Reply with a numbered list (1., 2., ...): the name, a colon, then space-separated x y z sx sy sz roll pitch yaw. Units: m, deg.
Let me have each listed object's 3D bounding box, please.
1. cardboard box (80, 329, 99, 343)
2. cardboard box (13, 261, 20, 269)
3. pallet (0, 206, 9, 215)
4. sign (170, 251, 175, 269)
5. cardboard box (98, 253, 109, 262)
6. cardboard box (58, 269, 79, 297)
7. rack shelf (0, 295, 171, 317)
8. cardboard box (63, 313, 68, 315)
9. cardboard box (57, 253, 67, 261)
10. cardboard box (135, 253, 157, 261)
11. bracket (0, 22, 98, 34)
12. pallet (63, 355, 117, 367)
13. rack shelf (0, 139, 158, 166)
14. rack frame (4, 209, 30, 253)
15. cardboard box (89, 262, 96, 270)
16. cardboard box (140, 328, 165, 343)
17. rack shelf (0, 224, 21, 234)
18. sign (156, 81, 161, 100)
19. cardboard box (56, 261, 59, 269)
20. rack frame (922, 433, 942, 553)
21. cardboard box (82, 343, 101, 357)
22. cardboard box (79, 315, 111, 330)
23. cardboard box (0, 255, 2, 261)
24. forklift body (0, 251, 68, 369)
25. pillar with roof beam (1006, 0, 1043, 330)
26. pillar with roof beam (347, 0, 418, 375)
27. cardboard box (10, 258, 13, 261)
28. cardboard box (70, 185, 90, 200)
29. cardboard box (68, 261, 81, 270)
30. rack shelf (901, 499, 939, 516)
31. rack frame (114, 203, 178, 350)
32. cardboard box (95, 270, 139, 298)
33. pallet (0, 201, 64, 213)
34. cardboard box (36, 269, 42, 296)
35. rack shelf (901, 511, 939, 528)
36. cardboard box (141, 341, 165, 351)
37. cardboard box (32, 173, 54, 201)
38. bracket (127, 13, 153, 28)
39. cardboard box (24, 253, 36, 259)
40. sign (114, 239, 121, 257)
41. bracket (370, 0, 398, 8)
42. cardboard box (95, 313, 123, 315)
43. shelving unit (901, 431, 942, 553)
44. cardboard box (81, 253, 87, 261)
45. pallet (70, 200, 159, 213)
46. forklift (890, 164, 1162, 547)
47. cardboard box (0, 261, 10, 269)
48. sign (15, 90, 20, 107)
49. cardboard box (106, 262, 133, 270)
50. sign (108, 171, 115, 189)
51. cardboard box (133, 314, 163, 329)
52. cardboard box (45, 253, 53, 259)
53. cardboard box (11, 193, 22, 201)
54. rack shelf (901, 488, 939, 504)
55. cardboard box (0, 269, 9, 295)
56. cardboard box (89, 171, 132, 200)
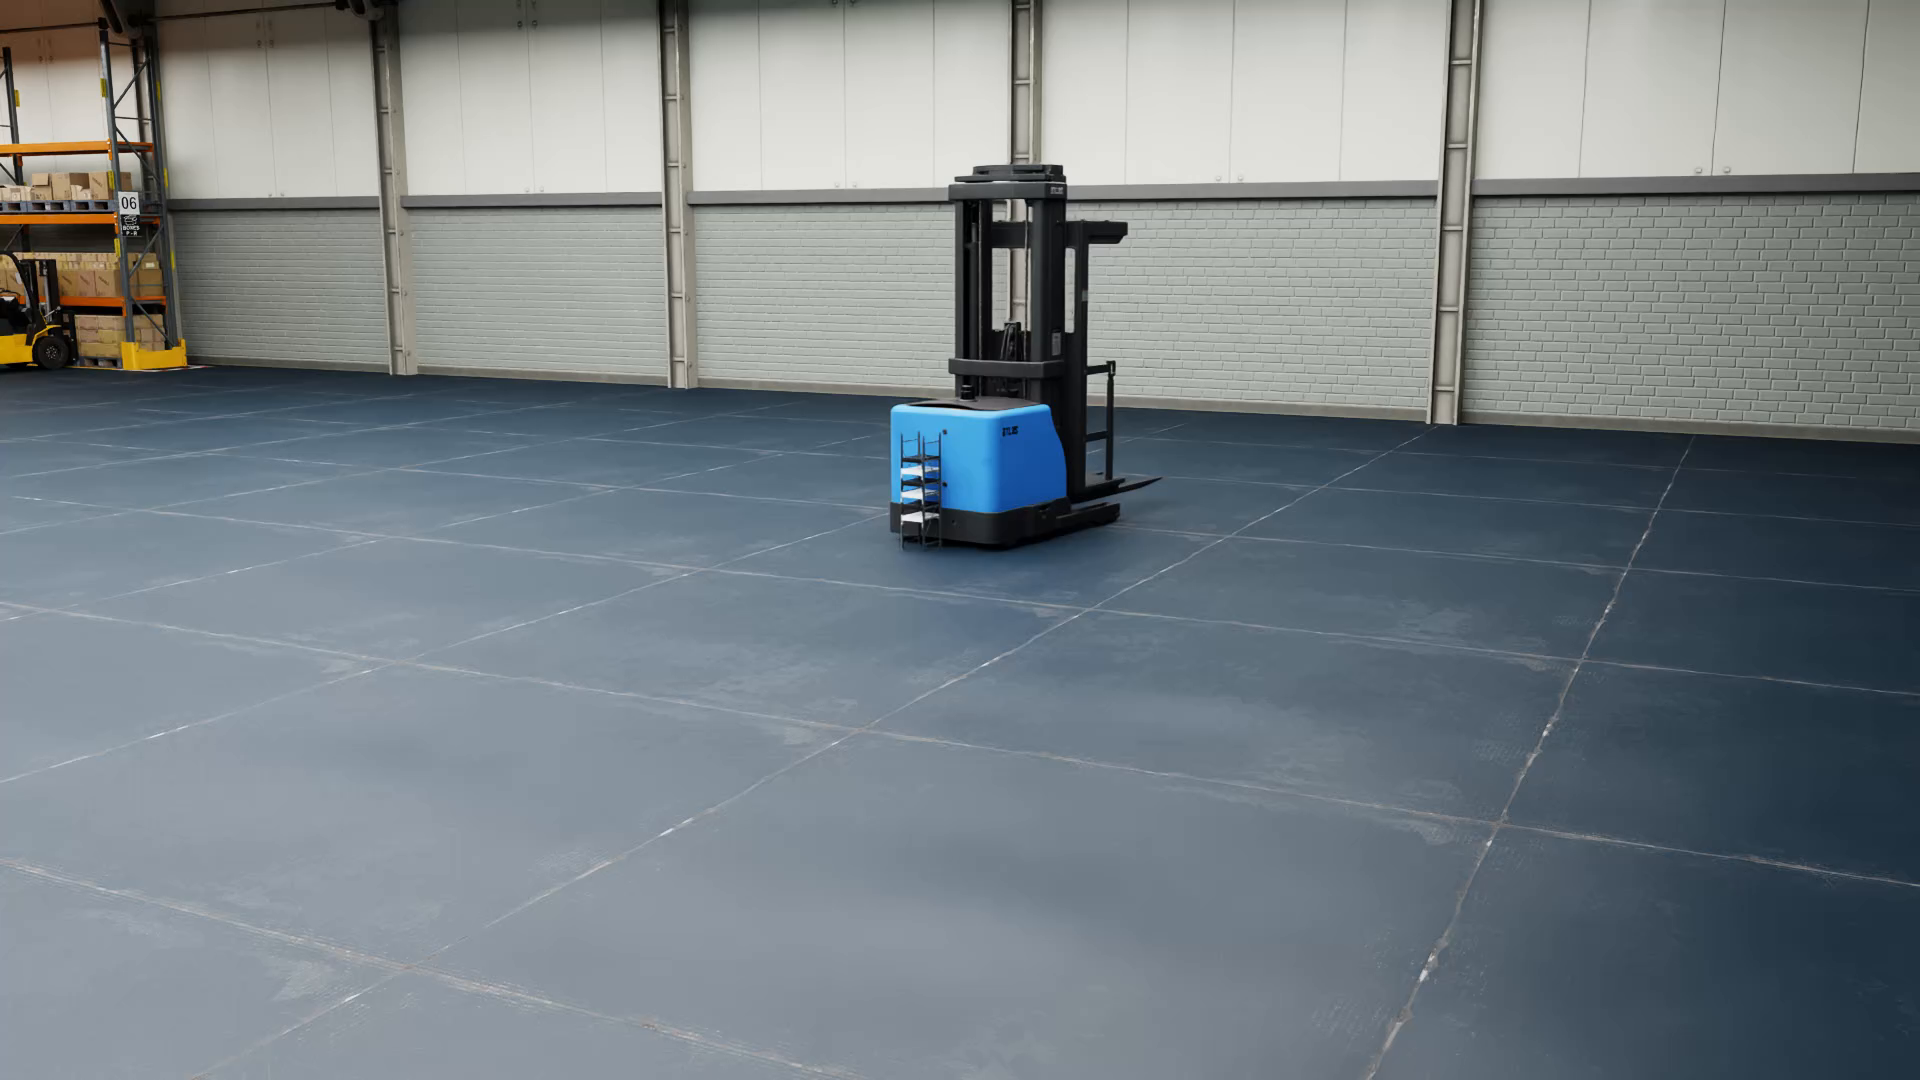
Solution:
1. cardboard box: -16.023 -3.818 31.043 0.500 0.250 0.500 5 11 25
2. cardboard box: -17.754 -5.238 31.647 0.250 0.149 0.380 5 12 27
3. pallet: -19.387 -6.454 32.580 1.217 0.209 0.805 5 11 24
4. sign: -14.753 -5.242 31.119 0.005 0.325 0.100 5 11 26
5. cardboard box: -15.653 -5.213 30.673 0.250 0.149 0.380 5 11 26
6. cardboard box: -16.482 -4.818 31.147 0.500 0.500 0.500 5 11 25
7. rack shelf: -16.797 -4.493 31.651 4.000 0.370 1.077 5 11 26
8. cardboard box: -16.923 -4.140 31.415 0.500 0.250 0.500 5 11 25
9. cardboard box: -16.607 -5.283 31.060 0.250 0.149 0.380 5 12 27
10. cardboard box: -15.210 -5.264 30.958 0.250 0.149 0.380 5 11 25
11. bracket: -18.069 -9.790 31.949 4.783 0.066 0.076 5 11 26
12. pallet: -16.798 -3.467 31.793 1.213 0.211 1.003 5 11 26
13. rack shelf: -16.797 -7.248 31.152 4.000 0.370 1.077 5 11 26
14. rack frame: -18.591 -5.004 32.458 0.127 3.000 1.000 5 11 26
15. cardboard box: -15.886 -5.086 30.805 0.250 0.149 0.380 5 12 27
16. cardboard box: -15.333 -3.859 31.267 0.500 0.250 0.500 5 12 27
17. rack shelf: -20.384 -6.284 33.125 4.000 0.370 1.077 5 11 26
18. sign: -14.752 -8.267 30.572 0.005 0.325 0.100 5 11 26
19. cardboard box: -16.784 -5.171 31.278 0.250 0.149 0.380 5 11 25
20. rack frame: -0.213 -0.359 12.686 0.006 0.900 0.240 7 13 34
21. cardboard box: -16.007 -3.570 31.074 0.500 0.250 0.500 5 11 26
22. cardboard box: -16.015 -4.060 30.977 0.500 0.250 0.500 5 12 27
23. cardboard box: -18.436 -5.447 31.964 0.250 0.149 0.380 5 12 27
24. forklift body: -17.511 -4.129 30.007 1.214 2.155 2.313 5 11 26
25. pillar with roof beam: -0.992 -5.734 19.644 0.400 9.000 9.100 5 11 26
26. pillar with roof beam: -11.753 -6.680 24.869 0.548 9.000 9.100 5 11 26
27. cardboard box: -17.929 -5.422 31.827 0.250 0.149 0.380 5 11 25
28. cardboard box: -16.109 -6.392 30.618 0.258 0.266 0.396 5 11 26
29. cardboard box: -16.364 -5.120 30.998 0.250 0.149 0.380 5 11 24
30. rack shelf: -0.296 -0.248 12.766 0.200 0.077 0.258 7 13 34
31. rack frame: -15.004 -4.689 30.716 0.127 3.000 1.000 5 11 26
32. cardboard box: -15.561 -4.735 30.690 0.500 0.500 0.500 5 11 25
33. pallet: -17.814 -6.374 31.850 1.213 0.211 1.003 5 11 26
34. cardboard box: -17.379 -4.899 31.594 0.500 0.500 0.500 5 11 25
35. rack shelf: -0.296 -0.160 12.782 0.200 0.077 0.258 7 13 34
36. cardboard box: -15.358 -3.613 31.310 0.500 0.250 0.500 5 11 26
37. cardboard box: -16.890 -6.617 31.194 0.637 0.503 0.797 5 12 28
38. bracket: -15.014 -9.522 30.466 0.430 0.232 0.235 5 11 26
39. cardboard box: -17.499 -5.369 31.535 0.250 0.149 0.380 5 11 25
40. sign: -15.256 -5.290 30.119 0.005 0.325 0.100 5 11 26
41. bracket: -9.633 -9.049 27.853 0.430 0.232 0.235 5 11 26
42. cardboard box: -16.244 -4.183 31.652 0.500 0.250 0.500 5 11 25
43. shelving unit: -0.296 -0.370 12.744 0.210 0.900 0.258 7 13 34
44. cardboard box: -16.090 -5.261 30.937 0.250 0.149 0.380 5 11 26
45. pallet: -15.626 -6.181 30.788 1.213 0.211 1.003 5 11 26
46. forklift: 0.699 -1.606 13.875 1.130 2.935 3.031 7 12 34
47. cardboard box: -18.188 -5.285 31.909 0.250 0.149 0.380 5 12 27
48. sign: -18.323 -8.581 32.305 0.005 0.325 0.100 5 11 26
49. cardboard box: -15.439 -5.040 30.553 0.250 0.149 0.380 5 11 27
50. sign: -15.256 -6.476 29.904 0.005 0.325 0.100 5 11 26
51. cardboard box: -15.351 -4.103 31.211 0.500 0.250 0.500 5 11 25
52. cardboard box: -17.014 -5.341 31.380 0.250 0.149 0.380 5 11 26
53. cardboard box: -17.633 -6.468 31.369 0.250 0.149 0.380 5 12 28
54. rack shelf: -0.296 -0.337 12.750 0.200 0.077 0.258 7 13 34
55. cardboard box: -18.308 -4.977 32.025 0.500 0.500 0.500 5 11 24
56. cardboard box: -15.508 -6.466 30.372 0.500 0.500 0.500 5 12 28
